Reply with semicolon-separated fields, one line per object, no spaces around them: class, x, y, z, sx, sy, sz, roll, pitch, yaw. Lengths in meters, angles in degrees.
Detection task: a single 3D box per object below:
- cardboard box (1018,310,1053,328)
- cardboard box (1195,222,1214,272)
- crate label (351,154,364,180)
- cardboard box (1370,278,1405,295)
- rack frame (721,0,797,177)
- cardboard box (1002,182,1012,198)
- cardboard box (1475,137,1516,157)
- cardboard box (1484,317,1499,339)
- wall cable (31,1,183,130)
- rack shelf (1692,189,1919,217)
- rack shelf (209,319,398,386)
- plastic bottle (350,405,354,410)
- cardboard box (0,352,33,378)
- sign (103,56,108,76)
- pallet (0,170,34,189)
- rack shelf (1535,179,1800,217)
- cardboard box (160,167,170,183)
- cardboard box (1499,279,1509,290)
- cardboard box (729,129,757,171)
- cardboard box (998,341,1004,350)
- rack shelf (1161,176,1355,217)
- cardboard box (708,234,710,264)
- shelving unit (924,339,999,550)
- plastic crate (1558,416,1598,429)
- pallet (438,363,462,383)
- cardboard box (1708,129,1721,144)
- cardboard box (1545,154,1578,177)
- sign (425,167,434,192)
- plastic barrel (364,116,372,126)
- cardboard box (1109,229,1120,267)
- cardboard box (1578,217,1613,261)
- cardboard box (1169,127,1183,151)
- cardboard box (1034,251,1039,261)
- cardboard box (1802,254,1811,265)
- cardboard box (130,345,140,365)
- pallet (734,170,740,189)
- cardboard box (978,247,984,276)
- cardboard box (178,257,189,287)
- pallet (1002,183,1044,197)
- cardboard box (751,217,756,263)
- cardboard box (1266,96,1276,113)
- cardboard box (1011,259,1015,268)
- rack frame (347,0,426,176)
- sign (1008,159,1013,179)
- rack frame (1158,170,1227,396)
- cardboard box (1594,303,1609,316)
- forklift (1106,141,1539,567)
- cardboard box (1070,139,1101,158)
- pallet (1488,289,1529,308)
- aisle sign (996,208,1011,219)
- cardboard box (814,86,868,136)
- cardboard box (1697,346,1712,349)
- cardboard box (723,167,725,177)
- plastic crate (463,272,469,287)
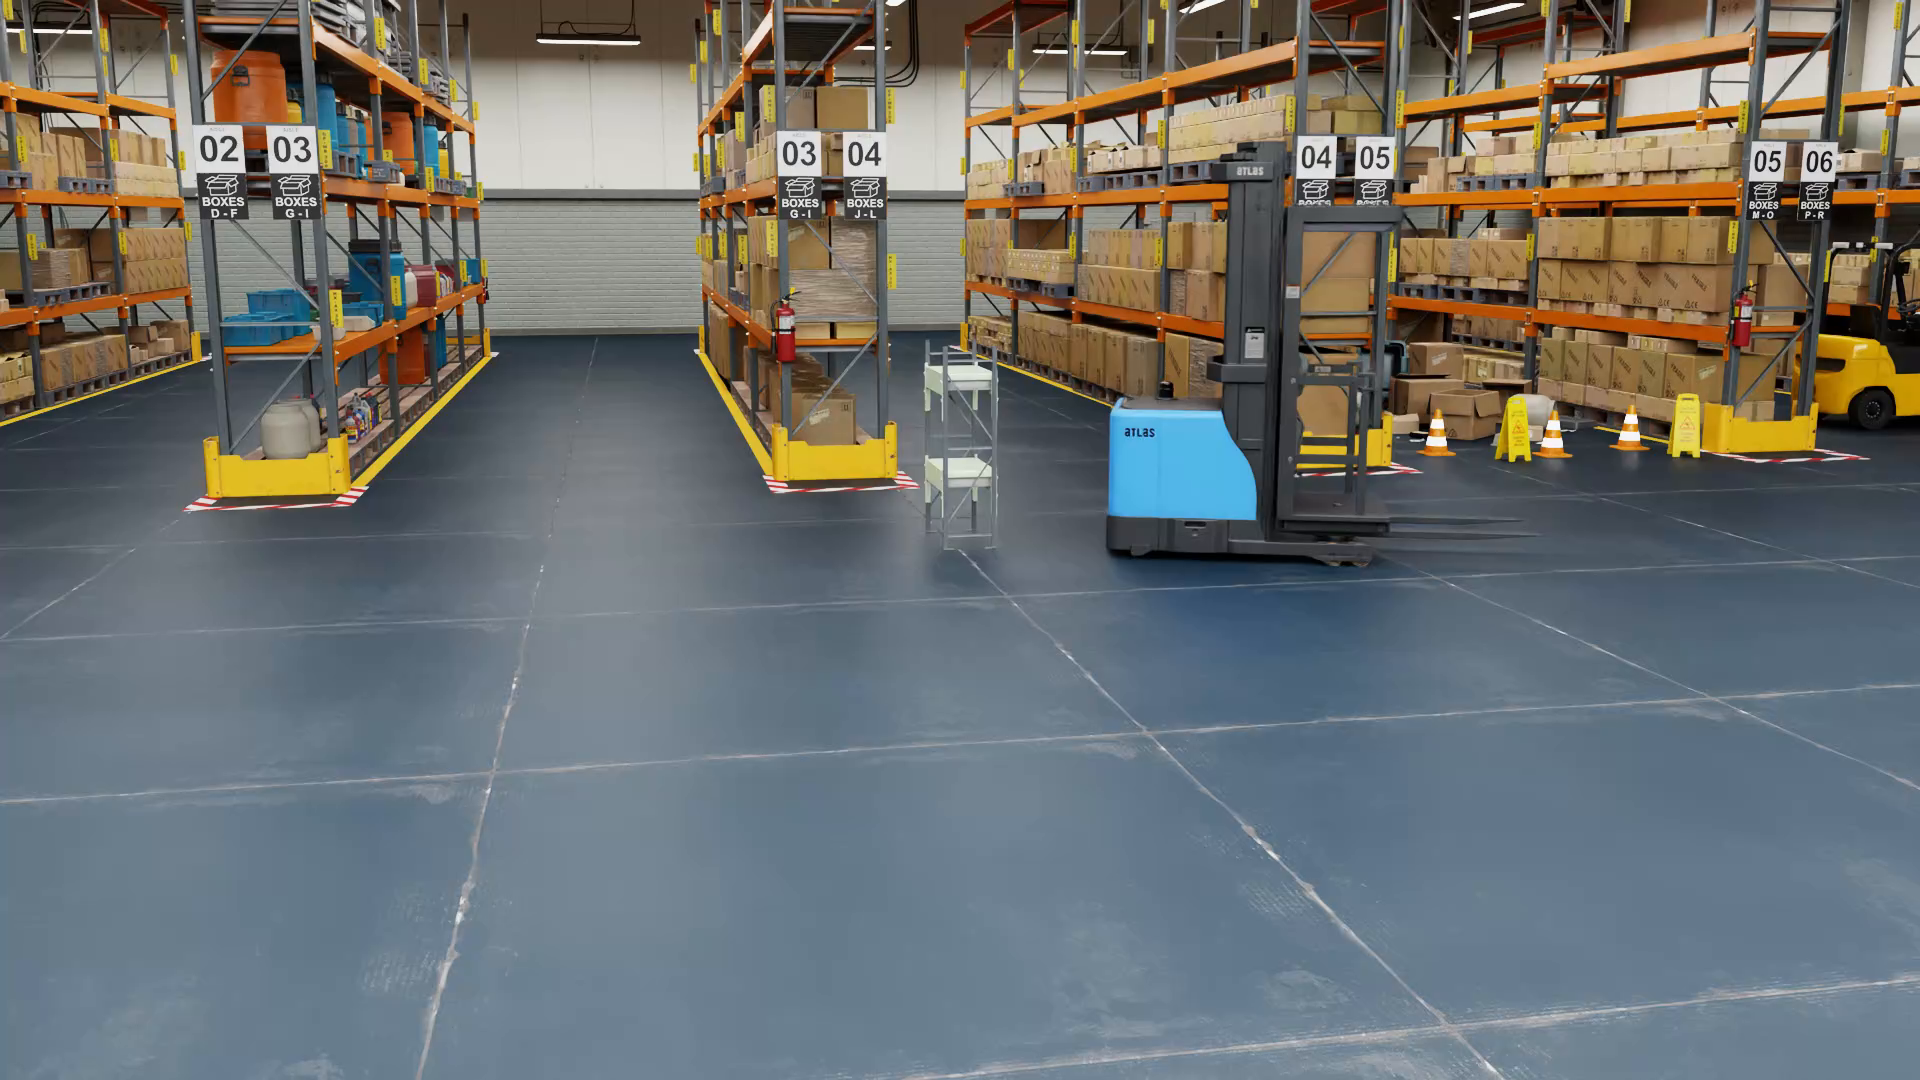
cardboard box;1.256;-3.630;27.301;0.500;0.250;0.500;-3;11;-14
cardboard box;3.157;-3.295;18.699;0.875;0.550;0.550;-2;11;-11
crate label;-6.078;-3.641;16.180;0.502;0.251;0.408;-2;11;-11
cardboard box;6.633;-3.903;25.580;0.500;0.250;0.500;-3;11;-13
rack frame;-2.735;-6.480;22.674;1.000;3.000;0.127;-2;11;-11
cardboard box;1.011;-5.908;28.094;0.500;0.250;0.500;-2;11;-10
cardboard box;7.306;-5.299;22.434;0.500;0.250;0.500;-2;11;-10
cardboard box;10.457;-4.145;32.016;0.500;0.500;0.500;-2;11;-10
wall cable;-16.963;-9.511;33.397;3.097;2.526;0.112;-2;11;-11
rack shelf;12.243;-4.828;23.939;1.077;0.370;4.000;-2;11;-11
rack shelf;-6.427;-1.899;16.574;1.077;0.370;4.000;-2;11;-11
plastic bottle;-6.403;-1.290;17.541;0.061;0.283;0.133;-2;11;-11
cardboard box;-12.110;-2.217;21.053;0.500;0.311;0.500;-2;11;-10
sign;-14.541;-8.065;28.295;0.100;0.325;0.005;-2;11;-11
pallet;-12.233;-4.433;20.446;1.213;0.211;1.003;-2;11;-8
rack shelf;8.153;-3.913;19.133;1.077;0.370;4.000;-2;11;-11
cardboard box;-13.561;-6.109;27.813;0.500;0.250;0.500;-2;11;-11
cardboard box;7.359;-3.376;21.958;0.380;0.149;0.250;-2;11;-13
cardboard box;-2.696;-5.020;21.423;0.500;0.500;0.500;-2;11;-13
cardboard box;0.878;-3.390;28.988;0.380;0.149;0.250;-2;11;-13
rack shelf;3.317;-3.714;18.090;1.077;0.370;4.000;-2;11;-11
cardboard box;-3.958;-4.874;27.880;0.500;0.500;0.500;-2;11;-10
shelving unit;0.001;-0.736;12.550;0.431;1.500;0.755;-2;11;-11
plastic crate;7.265;-1.407;19.877;0.402;0.080;0.583;-6;13;-31
pallet;-8.262;-2.573;25.652;1.003;0.211;1.213;-2;11;-11
cardboard box;8.174;-4.268;17.613;0.380;0.149;0.250;-2;11;-10
cardboard box;7.581;-4.615;20.503;0.500;0.250;0.500;-2;11;-12
sign;-7.055;-4.796;22.129;0.100;0.325;0.005;-2;11;-11
plastic barrel;-7.647;-4.914;21.128;0.600;0.901;0.600;0;11;0
cardboard box;2.429;-3.965;22.566;0.700;0.500;0.500;-2;11;-12
cardboard box;7.785;-3.570;19.692;0.700;0.500;0.500;-2;11;-12
cardboard box;2.748;-4.662;19.363;0.500;0.250;0.500;-2;11;-11
cardboard box;1.355;-4.380;25.644;0.380;0.149;0.250;-2;11;-8
cardboard box;12.113;-3.950;23.426;0.380;0.149;0.250;-2;11;-12
cardboard box;-13.100;-2.887;25.856;0.500;0.311;0.500;-2;11;-11
pallet;-2.178;-4.488;20.731;1.213;0.211;1.003;-2;11;-11
cardboard box;0.622;-5.077;30.286;0.500;0.500;0.500;-2;11;-10
cardboard box;-13.655;-4.617;28.665;0.500;0.500;0.500;-2;11;-9
pallet;1.387;-5.692;27.061;1.213;0.211;1.003;-2;11;-11
cardboard box;-2.020;-3.302;18.286;0.500;0.500;0.500;-2;11;-11
cardboard box;3.260;-4.320;16.496;0.380;0.149;0.250;-2;11;-11
cardboard box;1.050;-4.521;27.179;0.380;0.149;0.250;-2;11;-12
rack frame;-7.594;-6.300;21.727;1.000;3.000;0.127;-2;11;-11
sign;0.841;-6.134;27.499;0.100;0.325;0.005;-2;11;-11
rack frame;2.928;-2.961;20.230;1.000;3.000;0.127;-2;11;-11
cardboard box;7.750;-2.732;19.698;0.380;0.149;0.250;-2;11;-11
forklift;2.620;-1.358;11.995;3.031;2.935;1.130;2;11;8
cardboard box;1.816;-5.658;24.064;0.396;0.266;0.258;-2;11;-11
pallet;7.758;-3.211;22.056;1.003;0.211;1.213;-2;11;-11
aisle sign;0.874;-6.463;31.678;0.394;0.787;0.004;-2;11;-11
cardboard box;-1.203;-4.262;16.643;0.500;0.500;0.500;-2;11;-11
cardboard box;8.455;-2.000;19.408;0.500;0.500;0.500;-2;11;-10
cardboard box;-3.388;-5.698;25.703;0.500;0.311;0.500;-3;11;-13
plastic crate;-8.499;-4.400;28.077;0.416;0.233;0.300;-2;11;-11
